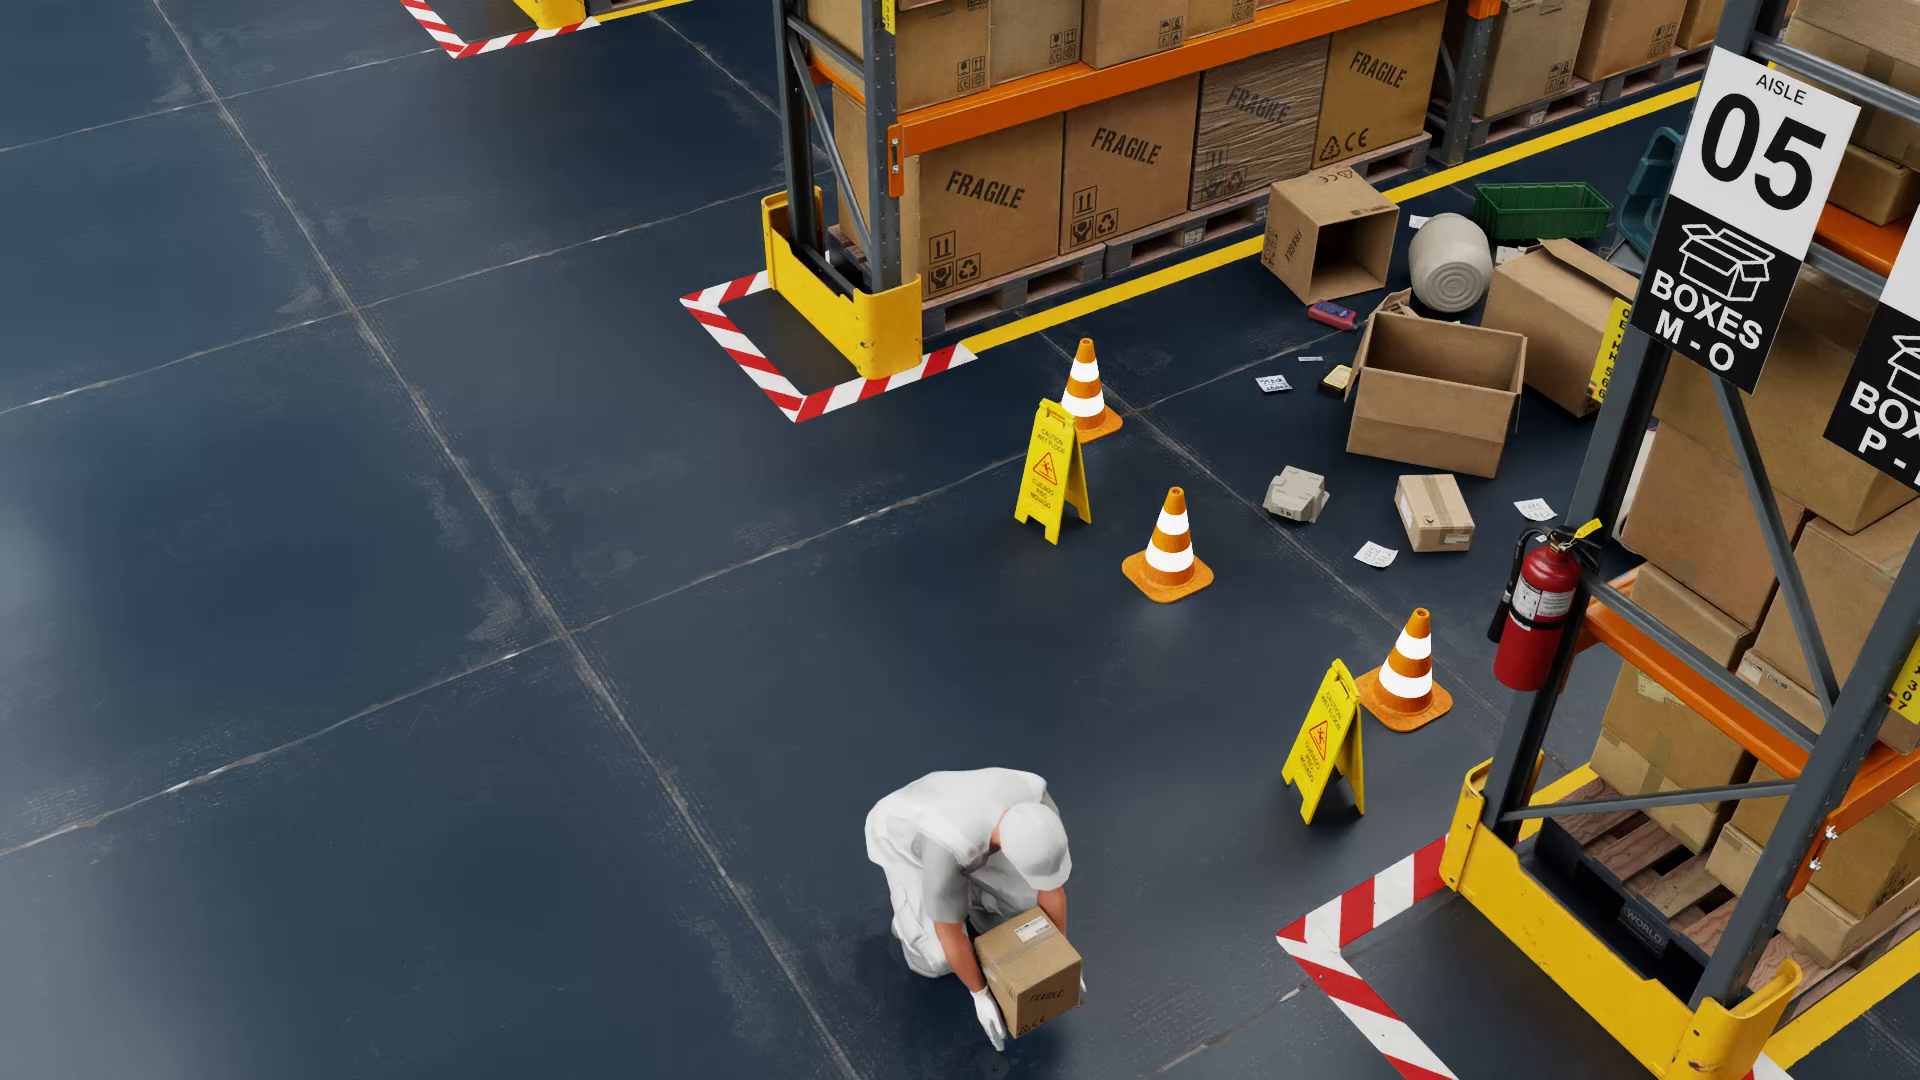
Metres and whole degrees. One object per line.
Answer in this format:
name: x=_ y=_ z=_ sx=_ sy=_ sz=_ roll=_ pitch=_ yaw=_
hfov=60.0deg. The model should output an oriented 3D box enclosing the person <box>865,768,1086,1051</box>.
person: x=0.053 y=1.086 z=5.483 sx=0.553 sy=0.994 sz=0.878 roll=-23 pitch=45 yaw=-25
